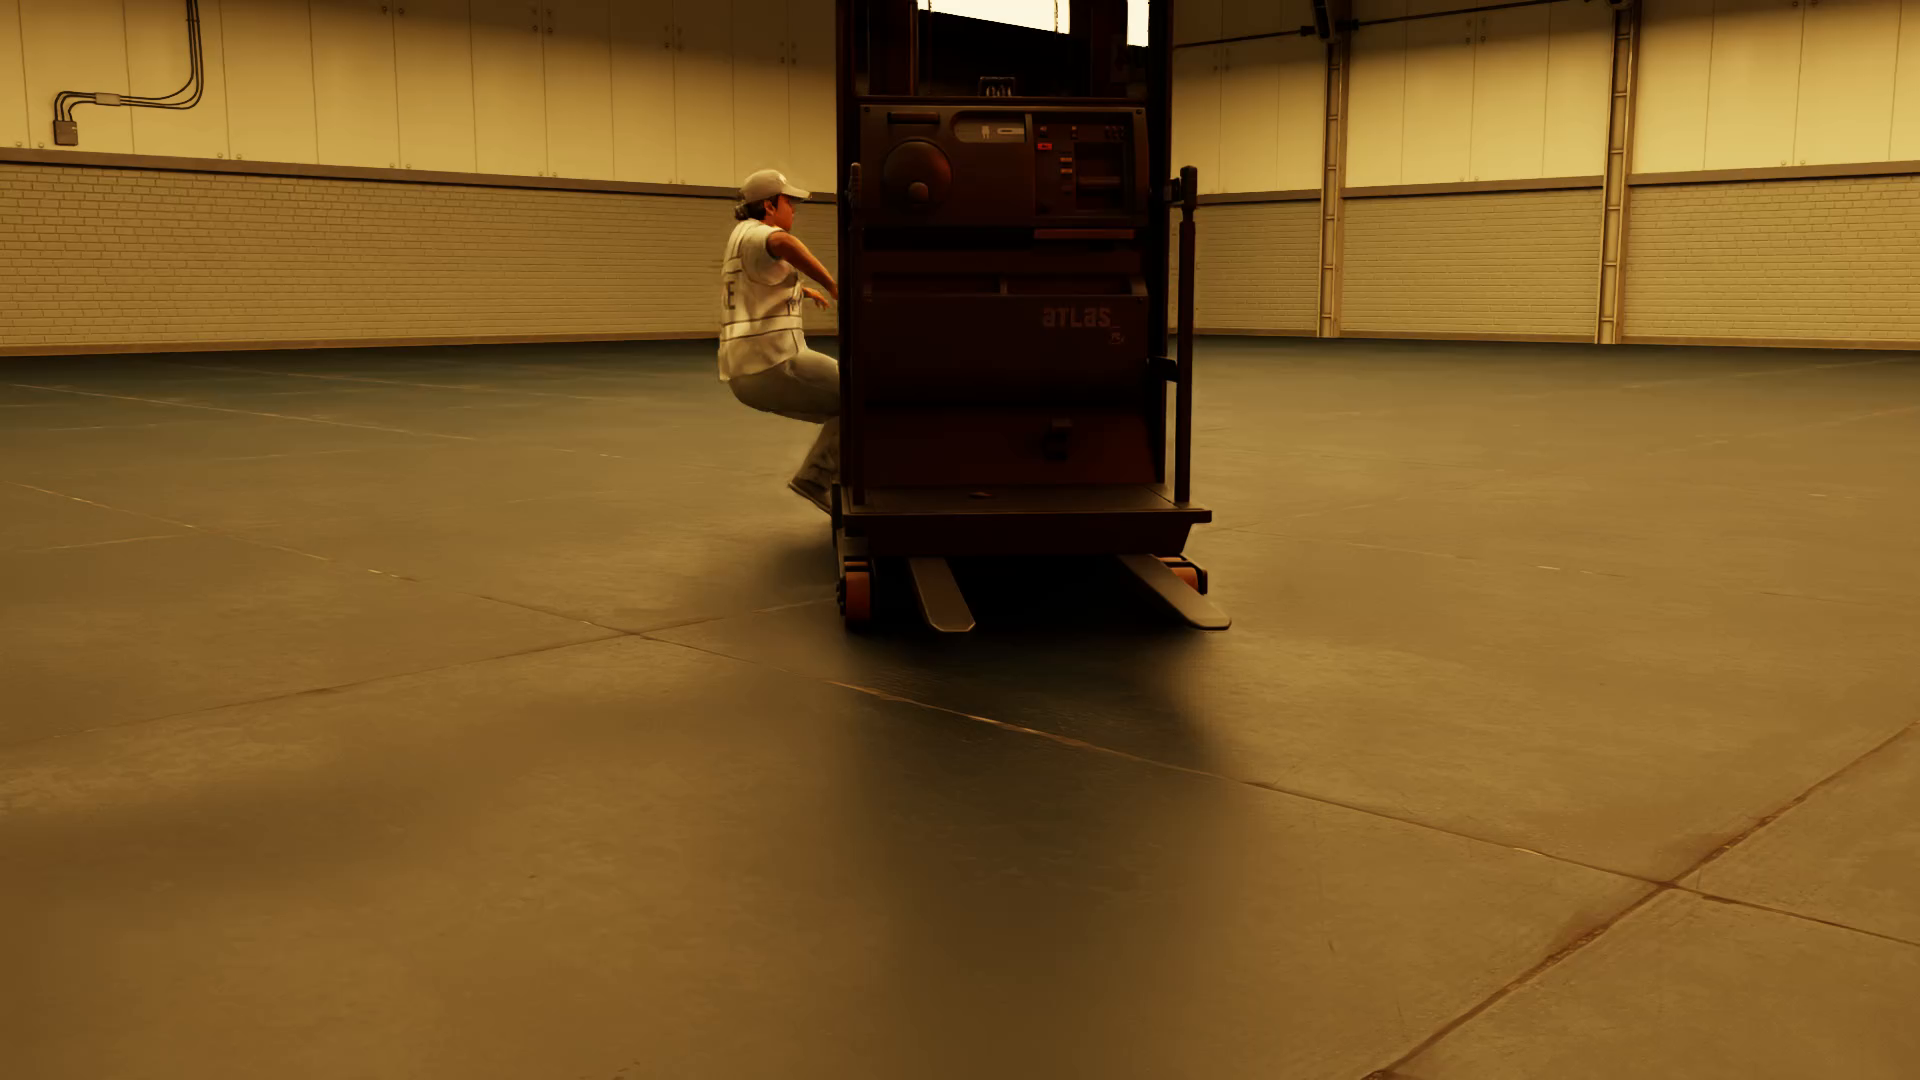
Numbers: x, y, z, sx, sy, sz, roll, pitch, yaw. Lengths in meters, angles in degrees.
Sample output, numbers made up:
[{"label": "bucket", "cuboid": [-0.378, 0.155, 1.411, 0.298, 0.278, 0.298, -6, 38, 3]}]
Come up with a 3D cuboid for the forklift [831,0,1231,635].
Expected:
[{"label": "forklift", "cuboid": [0.164, -1.246, 5.147, 1.130, 2.935, 3.031, -1, 9, -5]}]

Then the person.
[{"label": "person", "cuboid": [-0.589, -0.771, 6.860, 0.809, 1.473, 1.039, -3, 9, -18]}]
